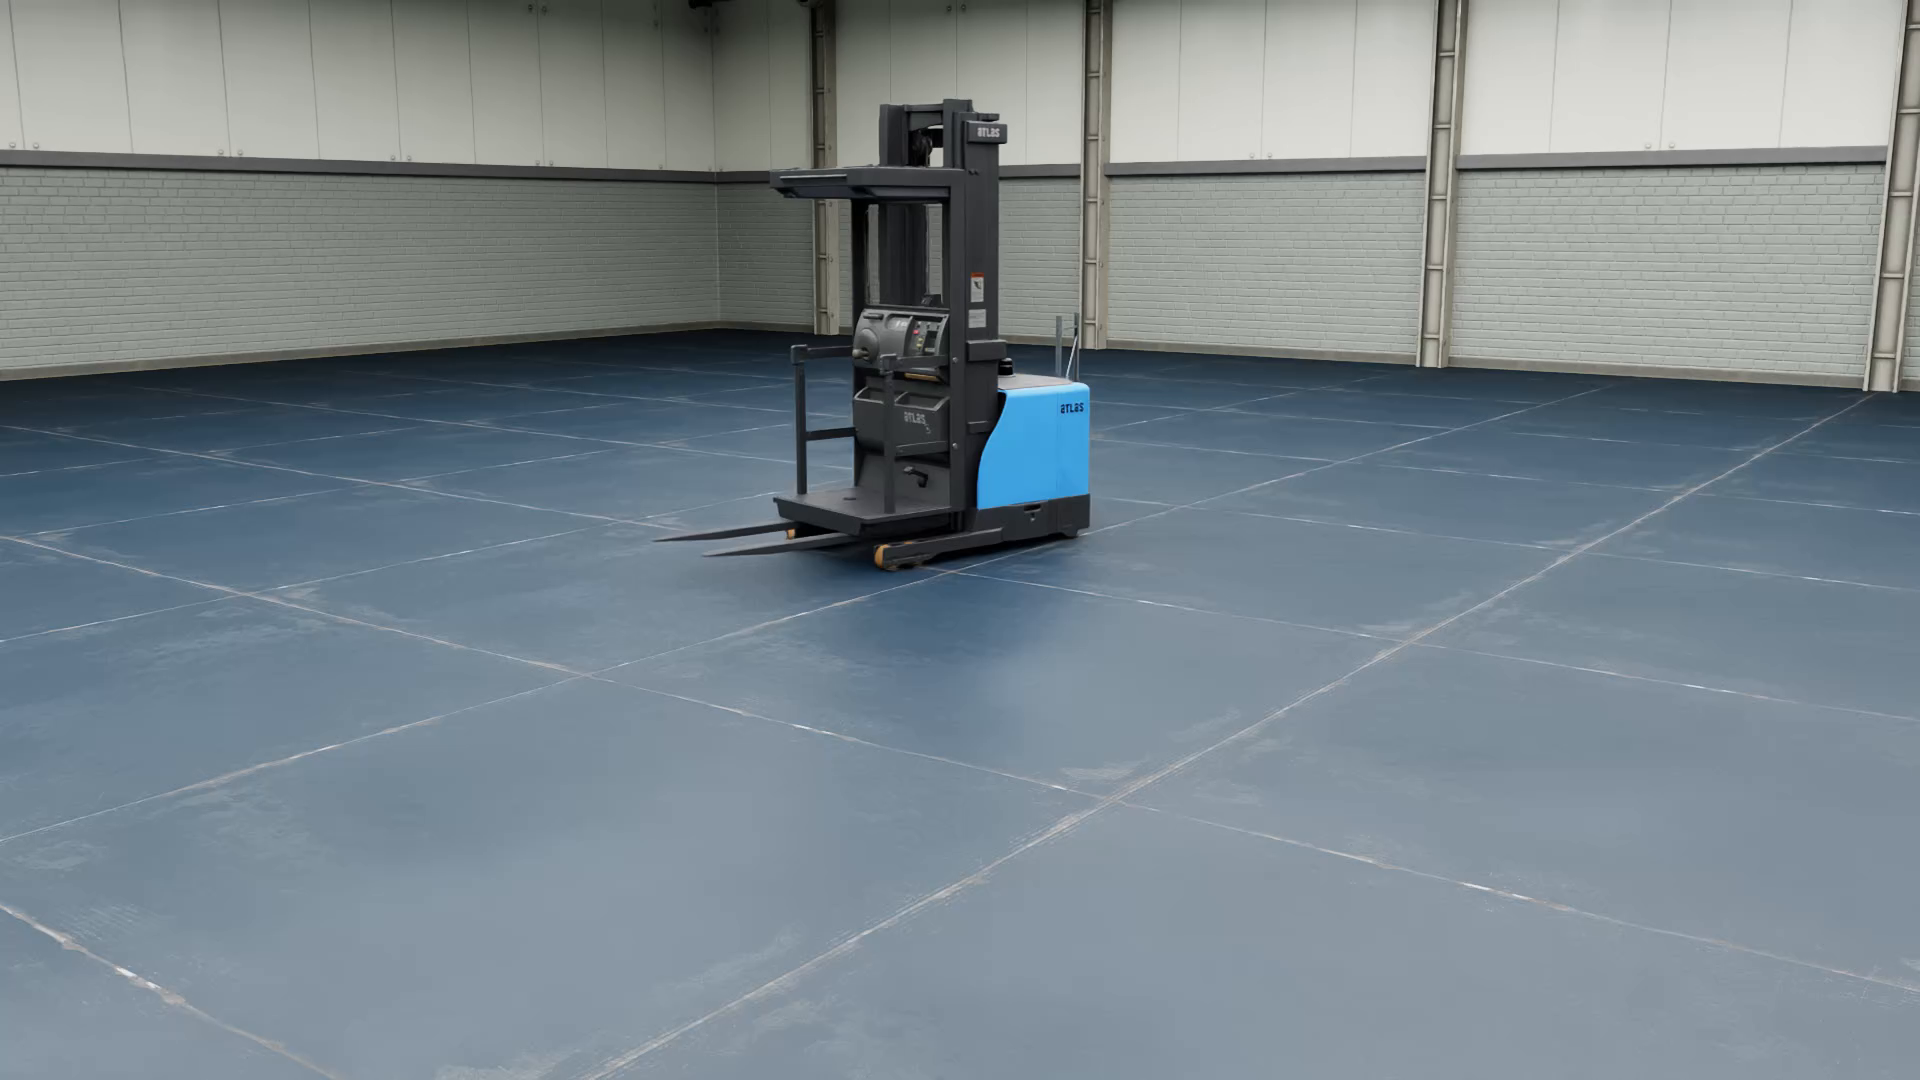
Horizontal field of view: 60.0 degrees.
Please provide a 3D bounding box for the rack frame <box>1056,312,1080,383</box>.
[{"bbox_3d":[0.795,-0.925,12.360,0.032,1.500,0.500,4,12,20],"label":"rack frame"}]

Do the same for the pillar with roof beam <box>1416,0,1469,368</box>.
[{"bbox_3d":[4.562,-6.373,20.778,0.400,9.000,9.100,8,13,36],"label":"pillar with roof beam"}]

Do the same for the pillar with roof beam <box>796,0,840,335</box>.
[{"bbox_3d":[-5.110,-7.722,27.752,0.548,9.000,9.100,8,13,36],"label":"pillar with roof beam"}]

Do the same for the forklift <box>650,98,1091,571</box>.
[{"bbox_3d":[-0.551,-1.357,10.826,3.031,2.935,1.130,-9,14,-38],"label":"forklift"}]

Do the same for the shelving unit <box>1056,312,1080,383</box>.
[{"bbox_3d":[0.327,-0.958,12.532,1.083,1.500,0.587,4,12,20],"label":"shelving unit"}]

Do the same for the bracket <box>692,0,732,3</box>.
[{"bbox_3d":[-4.541,-10.340,31.811,3.189,0.066,0.076,8,13,36],"label":"bracket"}]

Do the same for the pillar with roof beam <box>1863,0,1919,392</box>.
[{"bbox_3d":[9.398,-5.698,17.292,0.400,9.000,9.100,8,13,36],"label":"pillar with roof beam"}]

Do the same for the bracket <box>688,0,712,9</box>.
[{"bbox_3d":[-5.017,-10.407,32.154,0.430,0.232,0.235,8,13,36],"label":"bracket"}]

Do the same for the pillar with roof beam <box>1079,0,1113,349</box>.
[{"bbox_3d":[-0.274,-7.047,24.265,0.400,9.000,9.100,8,13,36],"label":"pillar with roof beam"}]
